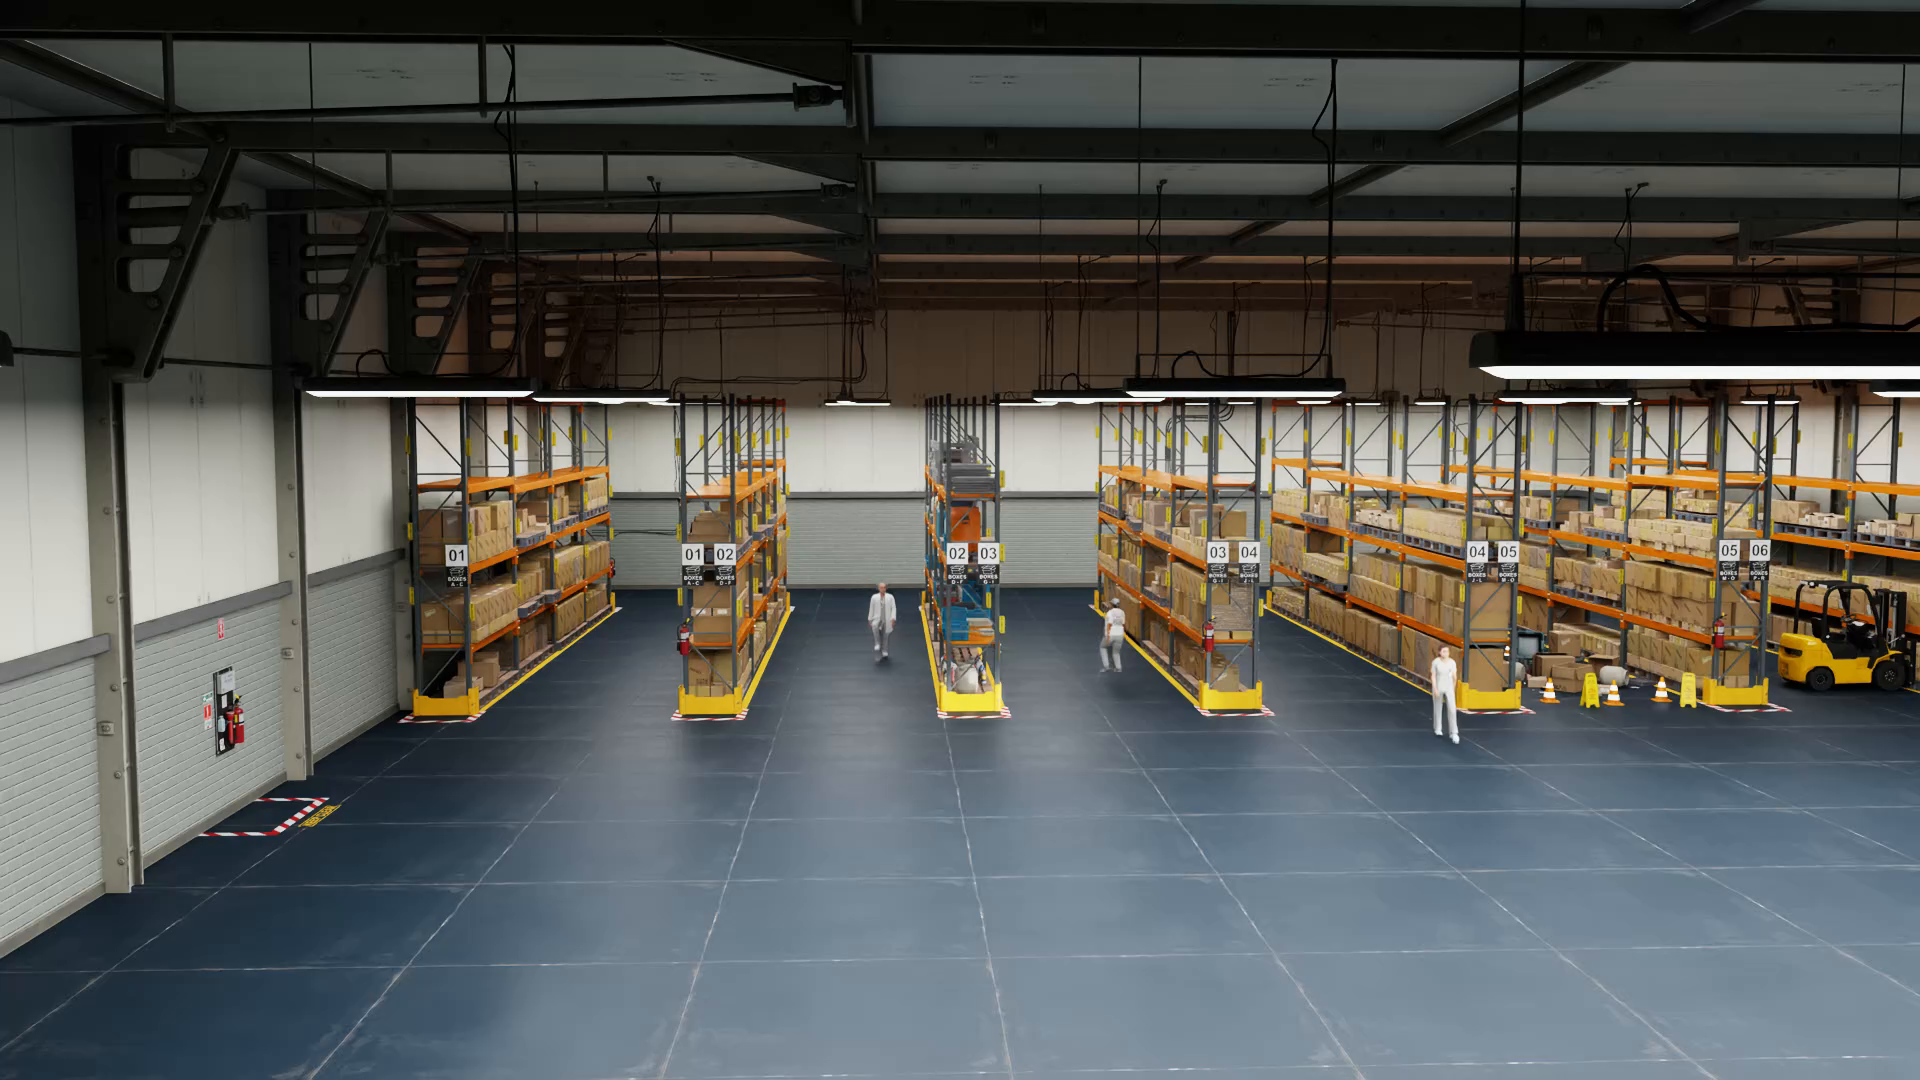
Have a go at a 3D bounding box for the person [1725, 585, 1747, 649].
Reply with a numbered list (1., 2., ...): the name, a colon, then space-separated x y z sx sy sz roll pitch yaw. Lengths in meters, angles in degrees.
1. person: 17.675 1.872 37.753 0.546 1.798 0.501 -2 5 -24

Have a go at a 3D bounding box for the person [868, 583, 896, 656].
1. person: -1.765 1.843 37.857 0.636 1.717 1.123 -1 5 -7

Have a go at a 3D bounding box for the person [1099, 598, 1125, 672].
1. person: 3.199 1.986 34.454 0.506 1.581 0.676 -1 5 -12

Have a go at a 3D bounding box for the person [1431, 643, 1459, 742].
1. person: 8.374 2.609 28.765 0.459 1.633 0.905 1 5 9
